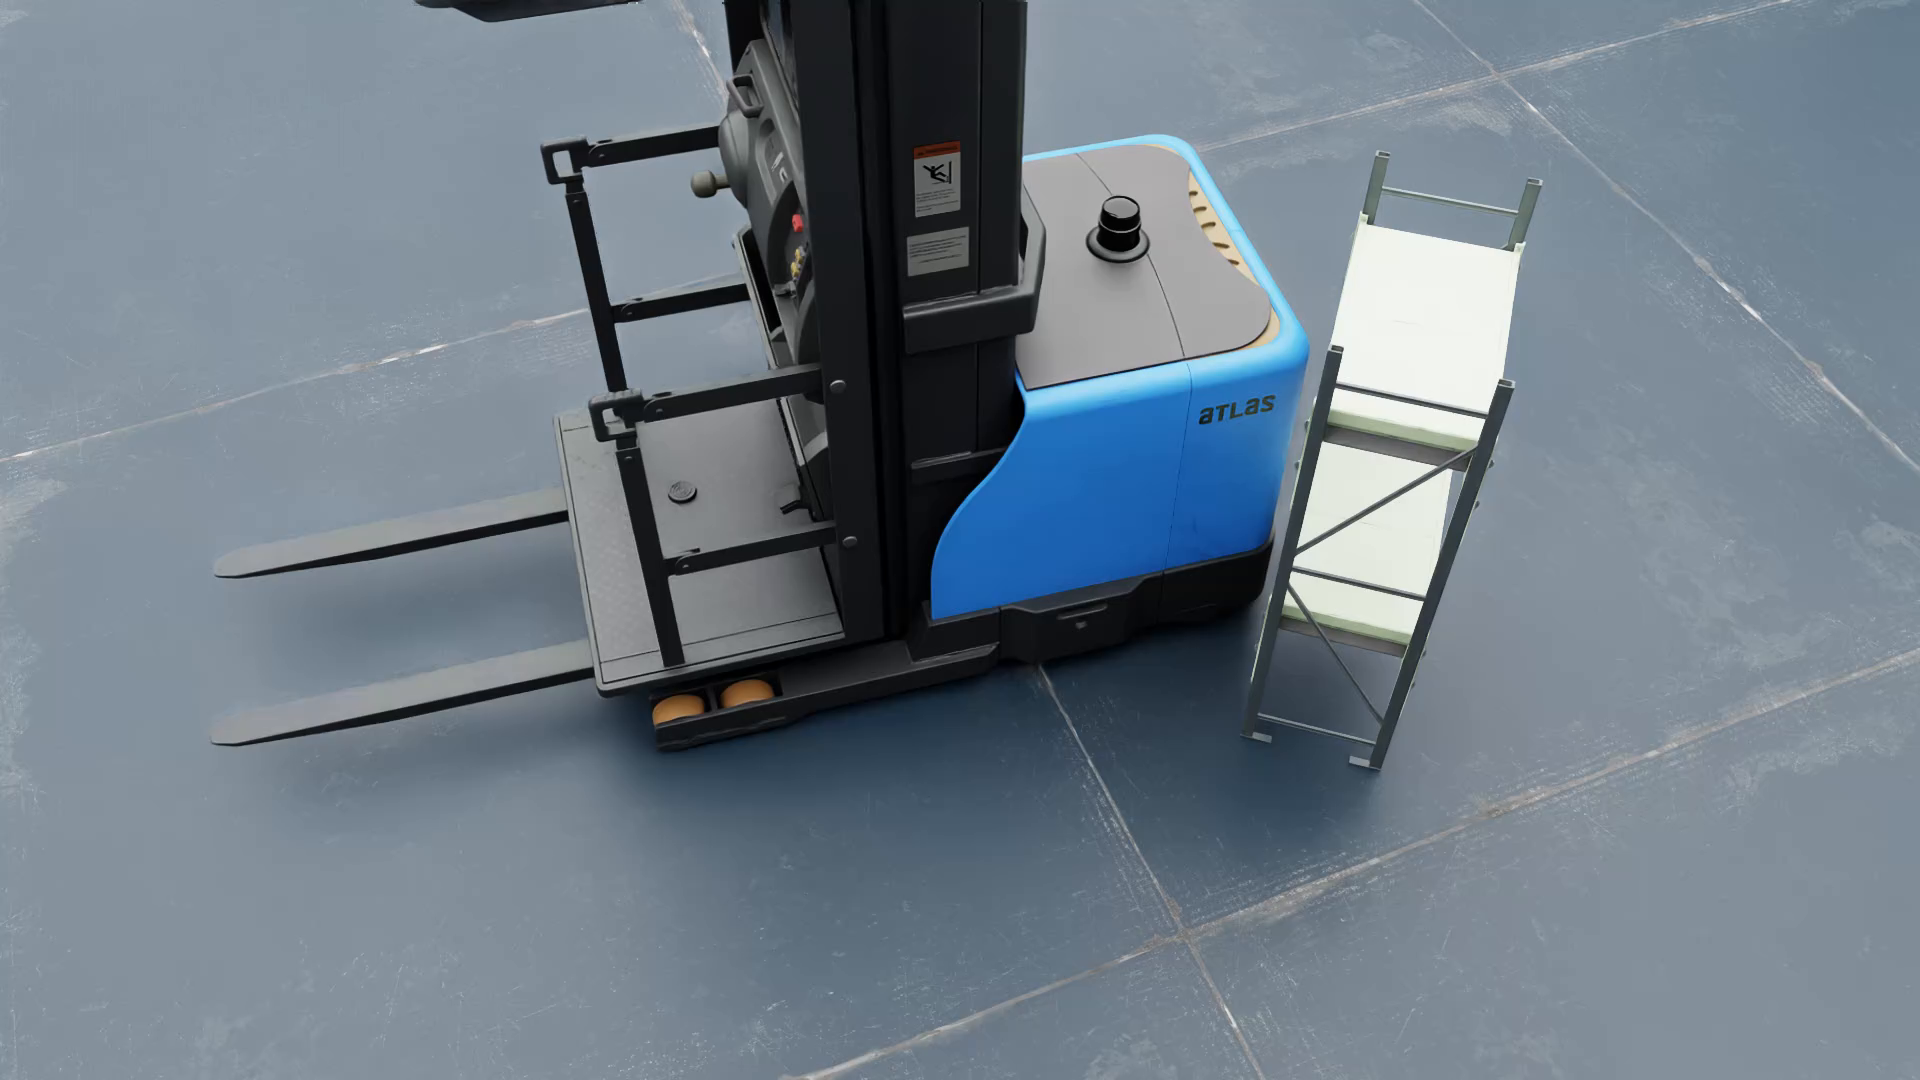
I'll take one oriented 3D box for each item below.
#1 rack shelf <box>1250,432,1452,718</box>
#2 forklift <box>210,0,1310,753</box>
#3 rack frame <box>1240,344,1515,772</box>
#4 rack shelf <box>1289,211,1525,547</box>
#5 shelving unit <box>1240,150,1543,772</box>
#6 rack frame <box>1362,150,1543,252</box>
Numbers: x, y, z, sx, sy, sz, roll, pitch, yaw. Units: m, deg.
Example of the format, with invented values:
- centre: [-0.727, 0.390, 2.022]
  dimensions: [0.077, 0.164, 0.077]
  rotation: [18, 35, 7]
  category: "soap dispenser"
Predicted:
- centre: [1.106, 0.059, 4.641]
  dimensions: [0.431, 0.370, 0.720]
  rotation: [13, 51, 11]
  category: "rack shelf"
- centre: [-0.651, -0.810, 4.013]
  dimensions: [3.031, 2.935, 1.130]
  rotation: [-12, 50, -10]
  category: "forklift"
- centre: [0.997, 0.111, 4.166]
  dimensions: [0.400, 1.500, 0.023]
  rotation: [13, 51, 11]
  category: "rack frame"
- centre: [1.106, -0.408, 4.097]
  dimensions: [0.431, 0.370, 0.720]
  rotation: [13, 51, 11]
  category: "rack shelf"
- centre: [1.106, -0.154, 4.393]
  dimensions: [0.431, 1.500, 0.755]
  rotation: [13, 51, 11]
  category: "shelving unit"
- centre: [1.214, -0.419, 4.621]
  dimensions: [0.400, 1.500, 0.023]
  rotation: [13, 51, 11]
  category: "rack frame"
